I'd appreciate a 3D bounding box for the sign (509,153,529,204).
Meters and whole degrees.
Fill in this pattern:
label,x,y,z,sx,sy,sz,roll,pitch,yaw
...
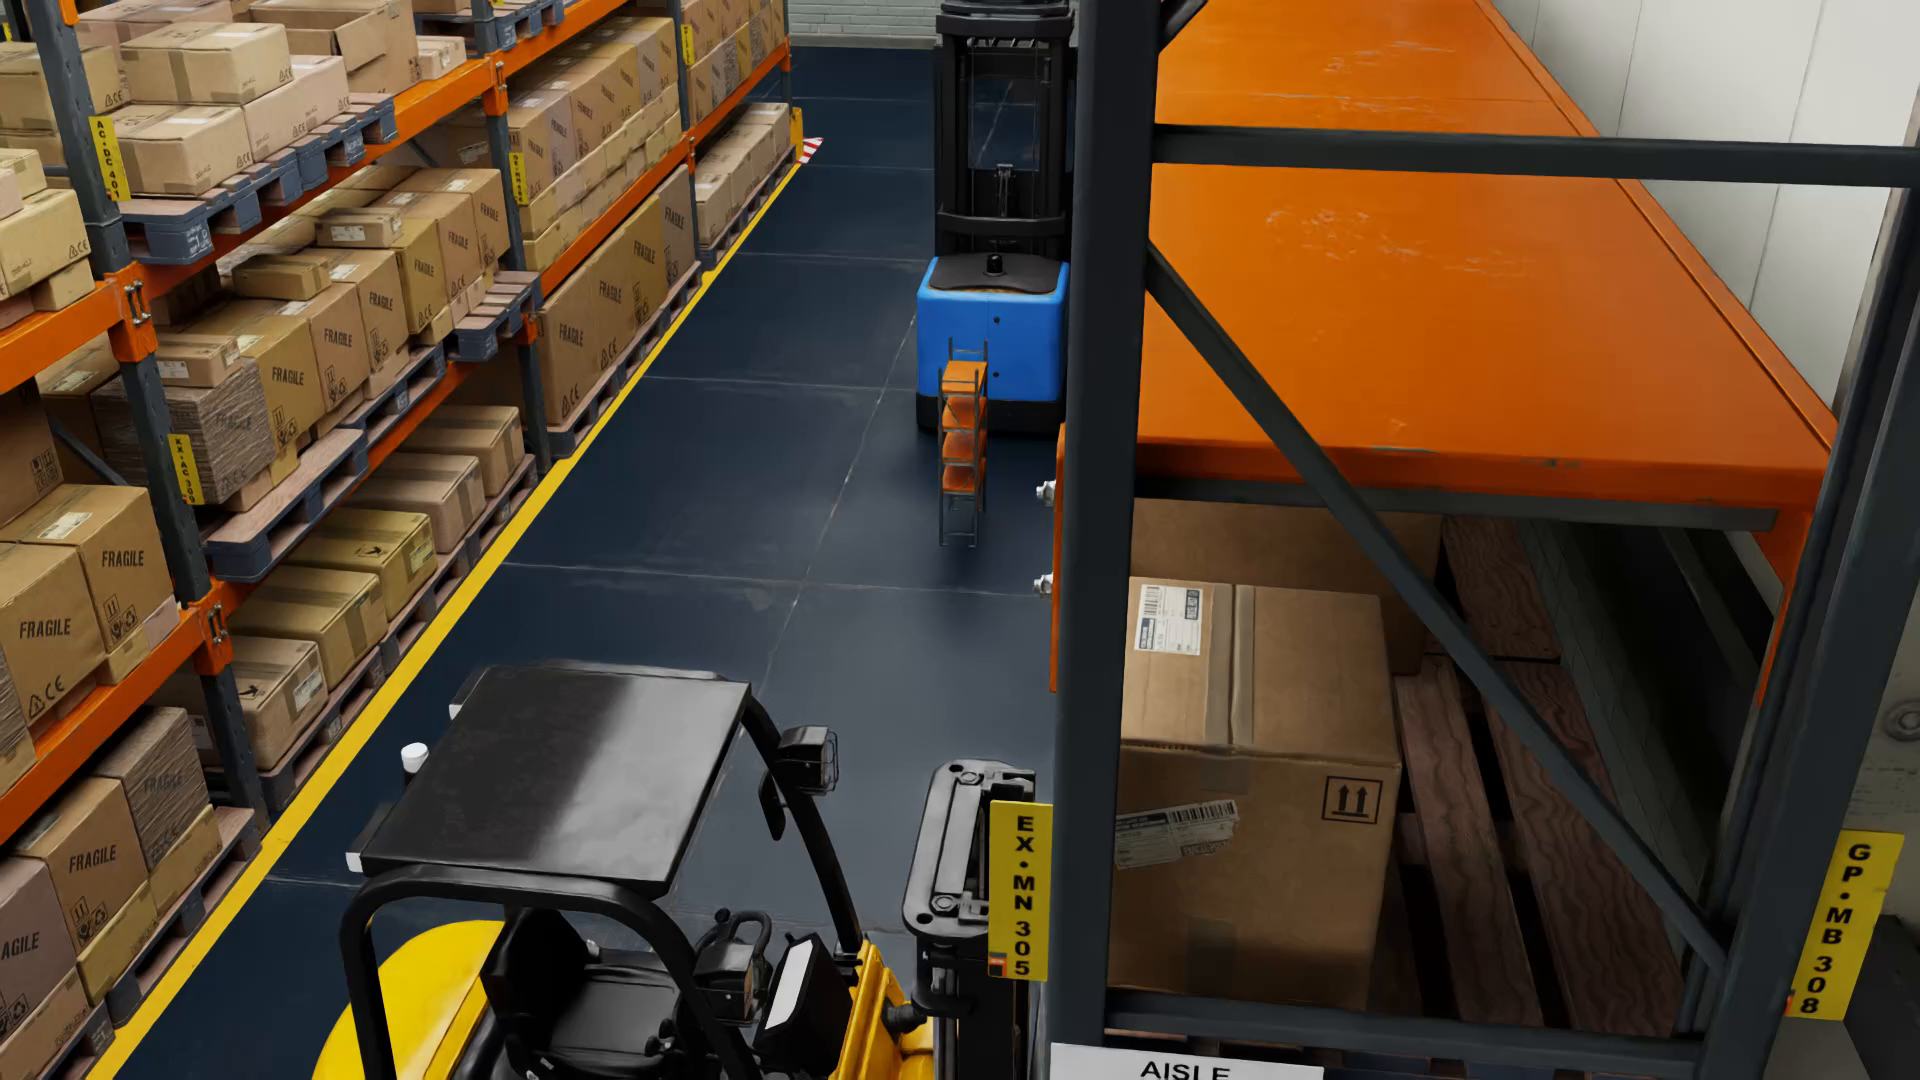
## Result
label,x,y,z,sx,sy,sz,roll,pitch,yaw
sign,-2.778,-2.273,10.462,0.100,0.325,0.005,3,28,6

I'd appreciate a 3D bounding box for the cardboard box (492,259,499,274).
label,x,y,z,sx,sy,sz,roll,pitch,yaw
cardboard box,-3.124,-1.732,10.416,0.380,0.149,0.250,4,29,8

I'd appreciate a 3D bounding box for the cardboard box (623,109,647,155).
label,x,y,z,sx,sy,sz,roll,pitch,yaw
cardboard box,-2.752,-3.161,12.878,0.500,0.250,0.500,4,29,7

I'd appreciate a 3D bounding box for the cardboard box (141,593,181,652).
label,x,y,z,sx,sy,sz,roll,pitch,yaw
cardboard box,-3.545,0.337,7.019,0.380,0.149,0.250,3,28,6

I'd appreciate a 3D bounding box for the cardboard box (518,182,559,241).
label,x,y,z,sx,sy,sz,roll,pitch,yaw
cardboard box,-3.011,-2.204,11.101,0.500,0.250,0.500,3,28,6

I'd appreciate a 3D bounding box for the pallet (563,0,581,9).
label,x,y,z,sx,sy,sz,roll,pitch,yaw
pallet,-3.157,-3.896,11.647,1.003,0.211,1.213,5,29,9

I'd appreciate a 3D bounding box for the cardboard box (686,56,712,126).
label,x,y,z,sx,sy,sz,roll,pitch,yaw
cardboard box,-2.510,-3.958,14.621,0.500,0.500,0.500,4,29,8

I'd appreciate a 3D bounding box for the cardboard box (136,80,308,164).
label,x,y,z,sx,sy,sz,roll,pitch,yaw
cardboard box,-3.277,-1.873,7.408,0.500,0.250,0.500,3,28,6

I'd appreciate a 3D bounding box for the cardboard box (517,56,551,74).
label,x,y,z,sx,sy,sz,roll,pitch,yaw
cardboard box,-3.323,-3.281,12.311,0.500,0.500,0.500,3,28,5

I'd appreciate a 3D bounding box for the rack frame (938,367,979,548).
label,x,y,z,sx,sy,sz,roll,pitch,yaw
rack frame,-0.010,-0.491,10.189,0.240,1.200,0.015,3,28,6

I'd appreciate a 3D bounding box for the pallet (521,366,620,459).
label,x,y,z,sx,sy,sz,roll,pitch,yaw
pallet,-3.146,-0.965,12.110,1.003,0.211,1.213,3,28,6

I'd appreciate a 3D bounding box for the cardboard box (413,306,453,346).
label,x,y,z,sx,sy,sz,roll,pitch,yaw
cardboard box,-3.130,-1.232,9.488,0.380,0.149,0.250,4,29,7

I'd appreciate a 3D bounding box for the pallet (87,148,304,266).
label,x,y,z,sx,sy,sz,roll,pitch,yaw
pallet,-3.627,-1.465,7.134,1.213,0.211,1.003,3,28,6

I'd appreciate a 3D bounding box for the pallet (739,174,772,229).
label,x,y,z,sx,sy,sz,roll,pitch,yaw
pallet,-2.510,-3.410,16.649,1.003,0.211,1.213,3,28,6

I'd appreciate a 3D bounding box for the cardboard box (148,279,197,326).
label,x,y,z,sx,sy,sz,roll,pitch,yaw
cardboard box,-3.904,-1.144,7.957,0.380,0.149,0.250,3,28,5

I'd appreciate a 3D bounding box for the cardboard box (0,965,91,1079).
label,x,y,z,sx,sy,sz,roll,pitch,yaw
cardboard box,-3.736,1.867,6.370,0.500,0.250,0.500,4,29,7

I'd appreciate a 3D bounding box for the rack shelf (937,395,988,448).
label,x,y,z,sx,sy,sz,roll,pitch,yaw
rack shelf,0.020,-0.744,10.328,0.258,0.148,0.480,3,28,6

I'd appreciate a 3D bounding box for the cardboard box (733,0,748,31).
label,x,y,z,sx,sy,sz,roll,pitch,yaw
cardboard box,-2.323,-5.118,15.719,0.500,0.500,0.500,3,28,6

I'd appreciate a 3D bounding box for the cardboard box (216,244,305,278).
label,x,y,z,sx,sy,sz,roll,pitch,yaw
cardboard box,-3.787,-1.256,8.849,0.500,0.500,0.500,2,28,4

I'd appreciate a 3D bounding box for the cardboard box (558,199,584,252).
label,x,y,z,sx,sy,sz,roll,pitch,yaw
cardboard box,-2.963,-2.218,11.655,0.500,0.250,0.500,3,28,5

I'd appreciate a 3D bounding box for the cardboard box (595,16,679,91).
label,x,y,z,sx,sy,sz,roll,pitch,yaw
cardboard box,-2.633,-3.968,13.585,0.500,0.500,0.500,4,29,8

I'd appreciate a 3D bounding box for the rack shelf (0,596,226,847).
label,x,y,z,sx,sy,sz,roll,pitch,yaw
rack shelf,-4.053,1.315,5.696,1.077,0.370,4.000,3,28,6

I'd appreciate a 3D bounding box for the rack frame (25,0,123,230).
label,x,y,z,sx,sy,sz,roll,pitch,yaw
rack frame,-3.808,-2.584,5.850,1.000,3.000,0.127,3,28,6

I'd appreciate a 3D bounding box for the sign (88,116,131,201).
label,x,y,z,sx,sy,sz,roll,pitch,yaw
sign,-3.268,-1.463,6.387,0.100,0.325,0.005,3,28,6

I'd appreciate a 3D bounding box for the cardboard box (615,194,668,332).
label,x,y,z,sx,sy,sz,roll,pitch,yaw
cardboard box,-2.927,-2.236,13.327,0.875,0.875,0.875,4,29,8

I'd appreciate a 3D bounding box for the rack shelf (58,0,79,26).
label,x,y,z,sx,sy,sz,roll,pitch,yaw
rack shelf,-3.563,-3.032,7.863,1.077,0.370,4.000,3,28,6

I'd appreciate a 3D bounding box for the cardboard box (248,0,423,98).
label,x,y,z,sx,sy,sz,roll,pitch,yaw
cardboard box,-3.444,-2.745,9.206,0.700,0.500,0.500,3,28,6

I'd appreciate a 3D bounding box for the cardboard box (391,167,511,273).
label,x,y,z,sx,sy,sz,roll,pitch,yaw
cardboard box,-3.098,-1.955,10.147,0.500,0.500,0.500,3,28,5

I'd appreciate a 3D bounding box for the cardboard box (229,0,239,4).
label,x,y,z,sx,sy,sz,roll,pitch,yaw
cardboard box,-7.250,-5.484,16.085,0.500,0.500,0.500,2,28,4

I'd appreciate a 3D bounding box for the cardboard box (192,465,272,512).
label,x,y,z,sx,sy,sz,roll,pitch,yaw
cardboard box,-3.427,-0.259,7.682,0.380,0.149,0.250,4,29,7

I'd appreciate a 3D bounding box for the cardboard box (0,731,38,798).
label,x,y,z,sx,sy,sz,roll,pitch,yaw
cardboard box,-3.666,0.815,6.131,0.380,0.149,0.250,3,28,5

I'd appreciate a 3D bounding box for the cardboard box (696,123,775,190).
label,x,y,z,sx,sy,sz,roll,pitch,yaw
cardboard box,-2.423,-3.900,16.878,0.875,0.438,0.875,4,29,8

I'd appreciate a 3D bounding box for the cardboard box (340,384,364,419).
label,x,y,z,sx,sy,sz,roll,pitch,yaw
cardboard box,-3.323,-0.749,8.591,0.380,0.149,0.250,4,29,7

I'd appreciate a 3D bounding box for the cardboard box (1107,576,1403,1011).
label,x,y,z,sx,sy,sz,roll,pitch,yaw
cardboard box,0.441,0.411,2.800,0.500,0.500,0.500,4,29,8

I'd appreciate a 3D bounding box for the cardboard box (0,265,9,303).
label,x,y,z,sx,sy,sz,roll,pitch,yaw
cardboard box,-3.656,-0.867,5.670,0.500,0.250,0.500,3,28,5

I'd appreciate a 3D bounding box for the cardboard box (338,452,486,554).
label,x,y,z,sx,sy,sz,roll,pitch,yaw
cardboard box,-3.479,-0.240,10.153,0.950,0.372,0.625,3,28,5

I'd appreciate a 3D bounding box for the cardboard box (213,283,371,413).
label,x,y,z,sx,sy,sz,roll,pitch,yaw
cardboard box,-3.331,-0.974,8.326,0.500,0.500,0.500,3,28,6

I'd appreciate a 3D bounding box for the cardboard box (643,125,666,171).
label,x,y,z,sx,sy,sz,roll,pitch,yaw
cardboard box,-2.696,-3.177,13.434,0.500,0.250,0.500,3,28,5

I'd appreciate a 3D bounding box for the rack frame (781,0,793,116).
label,x,y,z,sx,sy,sz,roll,pitch,yaw
rack frame,-2.338,-5.591,17.758,1.000,3.000,0.127,3,28,6

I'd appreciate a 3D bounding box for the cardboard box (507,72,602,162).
label,x,y,z,sx,sy,sz,roll,pitch,yaw
cardboard box,-2.885,-3.004,11.796,0.500,0.500,0.500,4,29,8

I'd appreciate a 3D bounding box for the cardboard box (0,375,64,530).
label,x,y,z,sx,sy,sz,roll,pitch,yaw
cardboard box,-4.077,-0.363,6.581,0.700,0.500,0.500,3,28,6

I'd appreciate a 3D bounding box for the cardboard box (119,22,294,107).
label,x,y,z,sx,sy,sz,roll,pitch,yaw
cardboard box,-3.287,-2.089,7.283,0.500,0.250,0.500,3,28,5

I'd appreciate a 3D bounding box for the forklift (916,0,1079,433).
label,x,y,z,sx,sy,sz,roll,pitch,yaw
forklift,0.385,-2.722,12.505,1.130,2.935,3.031,3,29,6

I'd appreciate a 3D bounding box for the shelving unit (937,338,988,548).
label,x,y,z,sx,sy,sz,roll,pitch,yaw
shelving unit,0.020,-0.606,10.402,0.258,1.200,0.503,3,28,6

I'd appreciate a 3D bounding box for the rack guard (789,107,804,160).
label,x,y,z,sx,sy,sz,roll,pitch,yaw
rack guard,-2.335,-4.502,18.372,1.175,0.500,0.348,3,28,6

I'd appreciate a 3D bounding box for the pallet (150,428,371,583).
label,x,y,z,sx,sy,sz,roll,pitch,yaw
pallet,-3.570,-0.210,7.971,1.003,0.211,1.213,3,28,6

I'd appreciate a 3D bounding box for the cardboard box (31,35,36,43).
label,x,y,z,sx,sy,sz,roll,pitch,yaw
cardboard box,-7.974,-4.368,15.067,0.500,0.500,0.500,3,28,6

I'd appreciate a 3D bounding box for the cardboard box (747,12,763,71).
label,x,y,z,sx,sy,sz,roll,pitch,yaw
cardboard box,-2.264,-4.915,16.397,0.500,0.500,0.500,4,29,8
